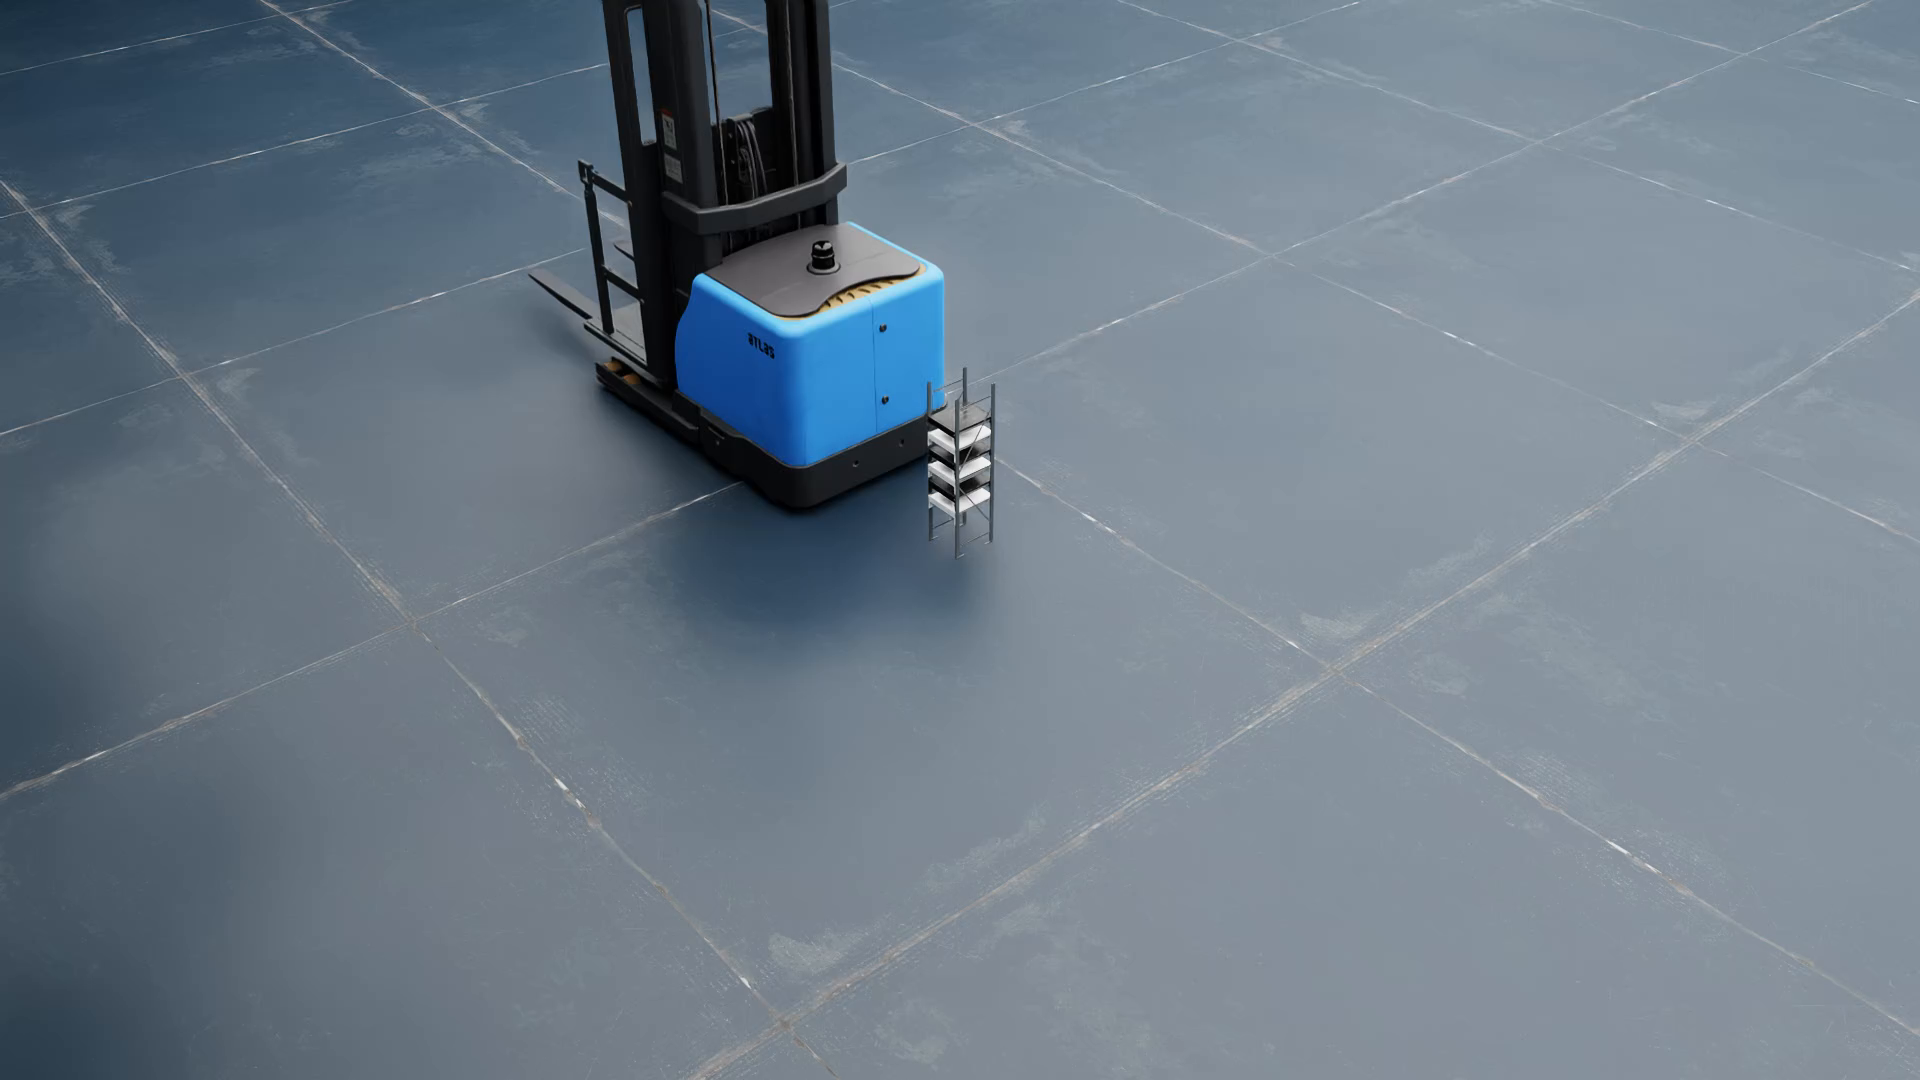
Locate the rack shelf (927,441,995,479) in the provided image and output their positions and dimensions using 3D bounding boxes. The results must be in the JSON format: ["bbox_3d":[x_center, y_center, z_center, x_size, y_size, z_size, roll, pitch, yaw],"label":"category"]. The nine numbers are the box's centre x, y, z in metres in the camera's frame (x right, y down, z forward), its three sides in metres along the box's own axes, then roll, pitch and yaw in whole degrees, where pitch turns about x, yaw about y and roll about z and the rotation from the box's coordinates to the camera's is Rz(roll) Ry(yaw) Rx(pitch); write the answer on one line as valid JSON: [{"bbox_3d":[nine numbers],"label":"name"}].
[{"bbox_3d":[0.005,-0.410,7.952,0.258,0.077,0.200,-26,43,-32],"label":"rack shelf"}]

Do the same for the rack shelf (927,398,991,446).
[{"bbox_3d":[0.005,-0.557,7.848,0.258,0.077,0.200,-26,43,-32],"label":"rack shelf"}]

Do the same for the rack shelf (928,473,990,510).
[{"bbox_3d":[0.005,-0.263,8.056,0.258,0.077,0.200,-26,43,-32],"label":"rack shelf"}]

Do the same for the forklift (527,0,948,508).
[{"bbox_3d":[-1.409,-2.132,8.725,1.130,2.935,3.031,-27,43,-32],"label":"forklift"}]

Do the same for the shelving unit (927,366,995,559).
[{"bbox_3d":[0.005,-0.364,7.985,0.258,0.900,0.210,-26,43,-32],"label":"shelving unit"}]

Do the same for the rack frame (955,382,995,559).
[{"bbox_3d":[0.071,-0.319,7.921,0.240,0.900,0.006,-26,43,-32],"label":"rack frame"}]

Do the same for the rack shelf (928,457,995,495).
[{"bbox_3d":[0.005,-0.336,8.004,0.258,0.077,0.200,-26,43,-32],"label":"rack shelf"}]

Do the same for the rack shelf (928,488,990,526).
[{"bbox_3d":[0.005,-0.190,8.108,0.258,0.077,0.200,-26,43,-32],"label":"rack shelf"}]

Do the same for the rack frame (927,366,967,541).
[{"bbox_3d":[-0.060,-0.409,8.048,0.240,0.900,0.006,-26,43,-32],"label":"rack frame"}]

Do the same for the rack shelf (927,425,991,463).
[{"bbox_3d":[0.005,-0.483,7.900,0.258,0.077,0.200,-26,43,-32],"label":"rack shelf"}]
